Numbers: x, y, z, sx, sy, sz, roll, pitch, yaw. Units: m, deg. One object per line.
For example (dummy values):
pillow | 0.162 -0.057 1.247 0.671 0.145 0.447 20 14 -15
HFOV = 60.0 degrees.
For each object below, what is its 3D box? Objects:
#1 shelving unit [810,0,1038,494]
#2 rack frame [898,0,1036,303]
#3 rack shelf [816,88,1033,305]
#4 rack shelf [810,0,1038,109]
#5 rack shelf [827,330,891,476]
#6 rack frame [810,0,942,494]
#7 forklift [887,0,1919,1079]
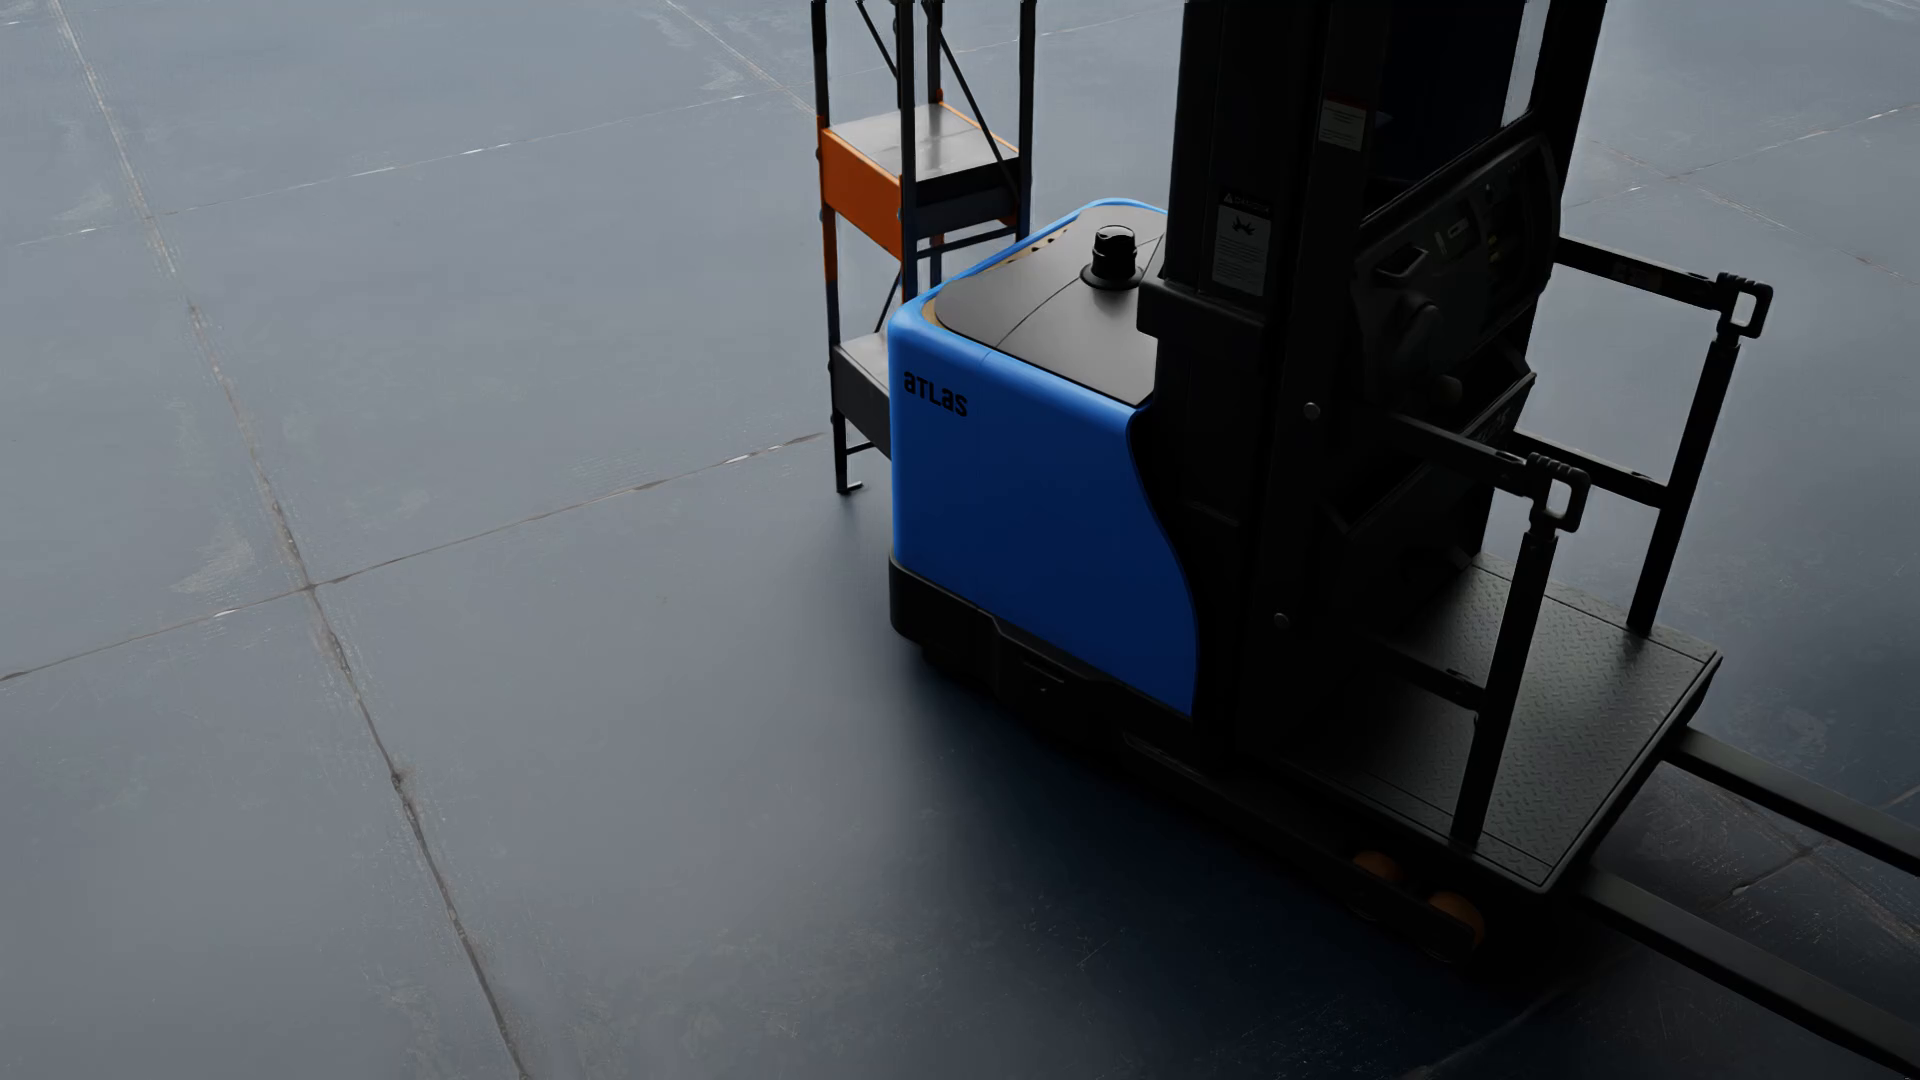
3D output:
shelving unit | -0.105 -0.941 4.758 0.431 2.100 0.503 -20 41 -25
rack frame | 0.021 -0.818 4.590 0.400 2.100 0.015 -20 41 -25
rack shelf | -0.105 -0.930 4.766 0.431 0.518 0.480 -20 41 -25
rack shelf | -0.105 -1.495 4.353 0.431 0.518 0.480 -20 41 -25
rack shelf | -0.105 -0.365 5.179 0.431 0.518 0.480 -20 41 -25
rack frame | -0.232 -1.064 4.927 0.400 2.100 0.015 -20 41 -25
forklift | 1.248 -0.549 3.517 3.031 2.935 1.130 27 44 32
